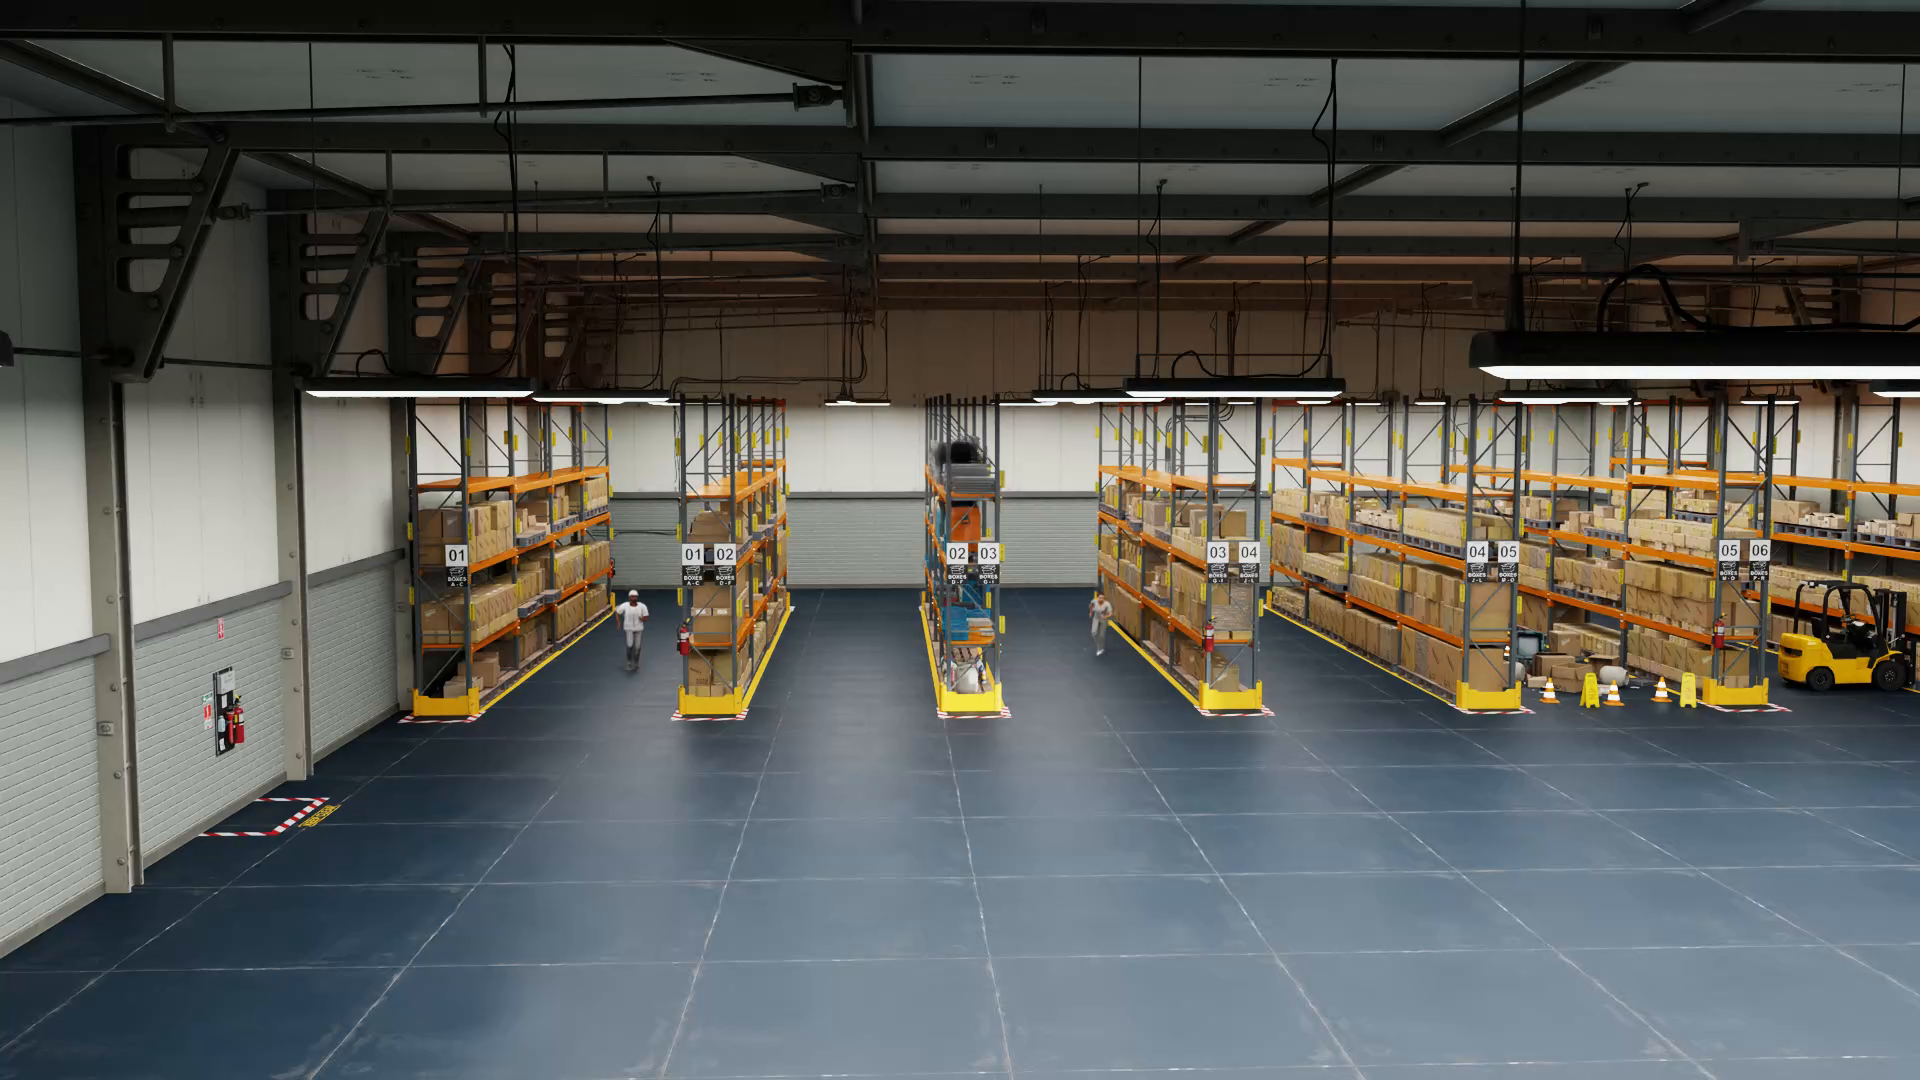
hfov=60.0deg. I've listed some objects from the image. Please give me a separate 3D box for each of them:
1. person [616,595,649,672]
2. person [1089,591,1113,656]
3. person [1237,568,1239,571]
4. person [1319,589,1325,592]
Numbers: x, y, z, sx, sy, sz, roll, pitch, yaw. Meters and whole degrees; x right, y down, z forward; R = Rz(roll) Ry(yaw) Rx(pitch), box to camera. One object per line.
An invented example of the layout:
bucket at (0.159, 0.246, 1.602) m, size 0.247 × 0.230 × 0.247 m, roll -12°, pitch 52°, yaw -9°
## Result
person at (-7.120, 2.046, 36.232) m, size 0.685 × 1.664 × 0.717 m, roll -1°, pitch 5°, yaw -18°
person at (3.286, 1.900, 38.662) m, size 0.594 × 1.500 × 1.056 m, roll 1°, pitch 5°, yaw 12°
person at (7.529, 1.419, 44.649) m, size 0.601 × 1.495 × 1.008 m, roll 1°, pitch 5°, yaw 13°
person at (10.963, 0.869, 50.153) m, size 0.697 × 1.782 × 0.641 m, roll -3°, pitch 5°, yaw -34°
